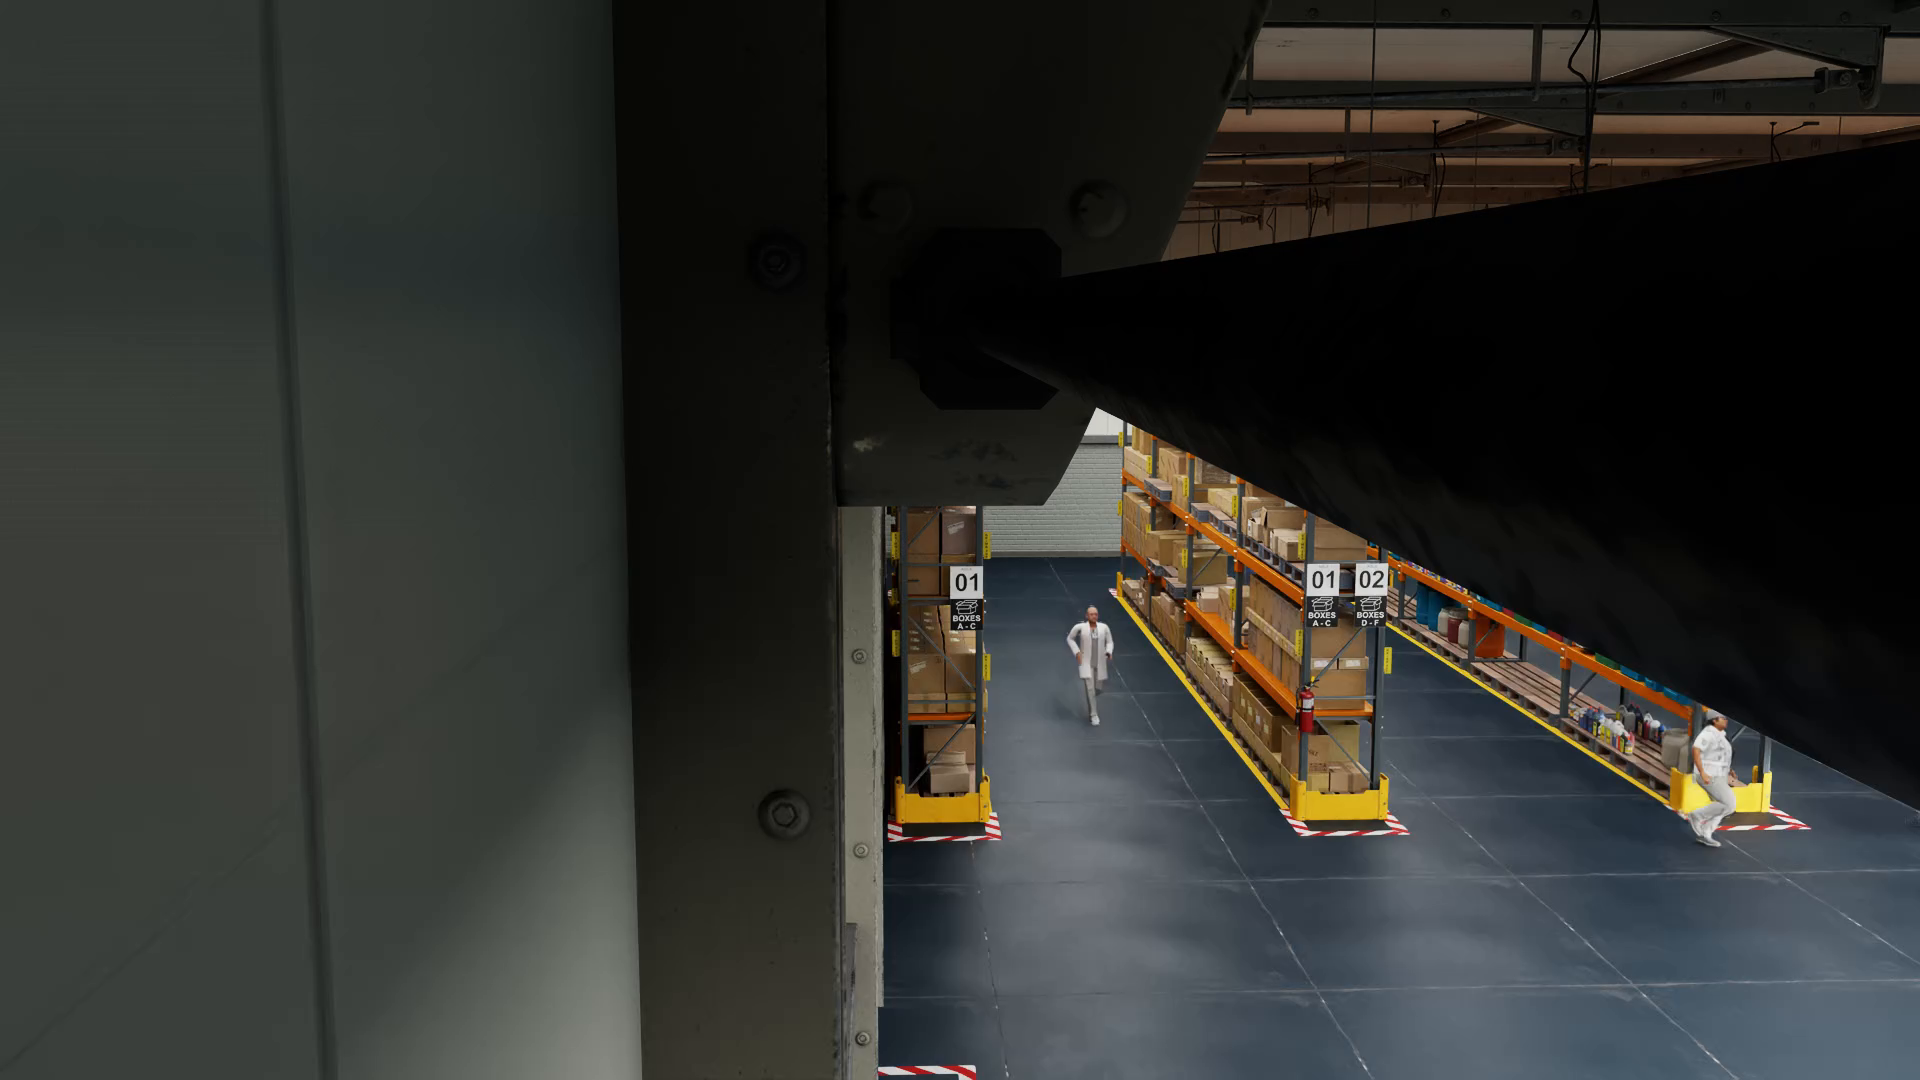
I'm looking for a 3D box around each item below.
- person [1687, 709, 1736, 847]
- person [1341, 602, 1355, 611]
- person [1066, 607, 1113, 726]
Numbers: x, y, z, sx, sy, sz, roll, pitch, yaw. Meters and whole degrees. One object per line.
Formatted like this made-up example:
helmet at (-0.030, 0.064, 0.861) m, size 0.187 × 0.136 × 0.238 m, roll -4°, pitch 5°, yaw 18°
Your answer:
person at (8.972, 2.792, 19.695) m, size 0.512 × 1.595 × 0.645 m, roll 6°, pitch 10°, yaw 37°
person at (6.403, 1.648, 27.709) m, size 0.560 × 1.610 × 0.573 m, roll -1°, pitch 8°, yaw -8°
person at (2.008, 1.898, 25.534) m, size 0.711 × 1.765 × 0.880 m, roll -1°, pitch 8°, yaw -9°
